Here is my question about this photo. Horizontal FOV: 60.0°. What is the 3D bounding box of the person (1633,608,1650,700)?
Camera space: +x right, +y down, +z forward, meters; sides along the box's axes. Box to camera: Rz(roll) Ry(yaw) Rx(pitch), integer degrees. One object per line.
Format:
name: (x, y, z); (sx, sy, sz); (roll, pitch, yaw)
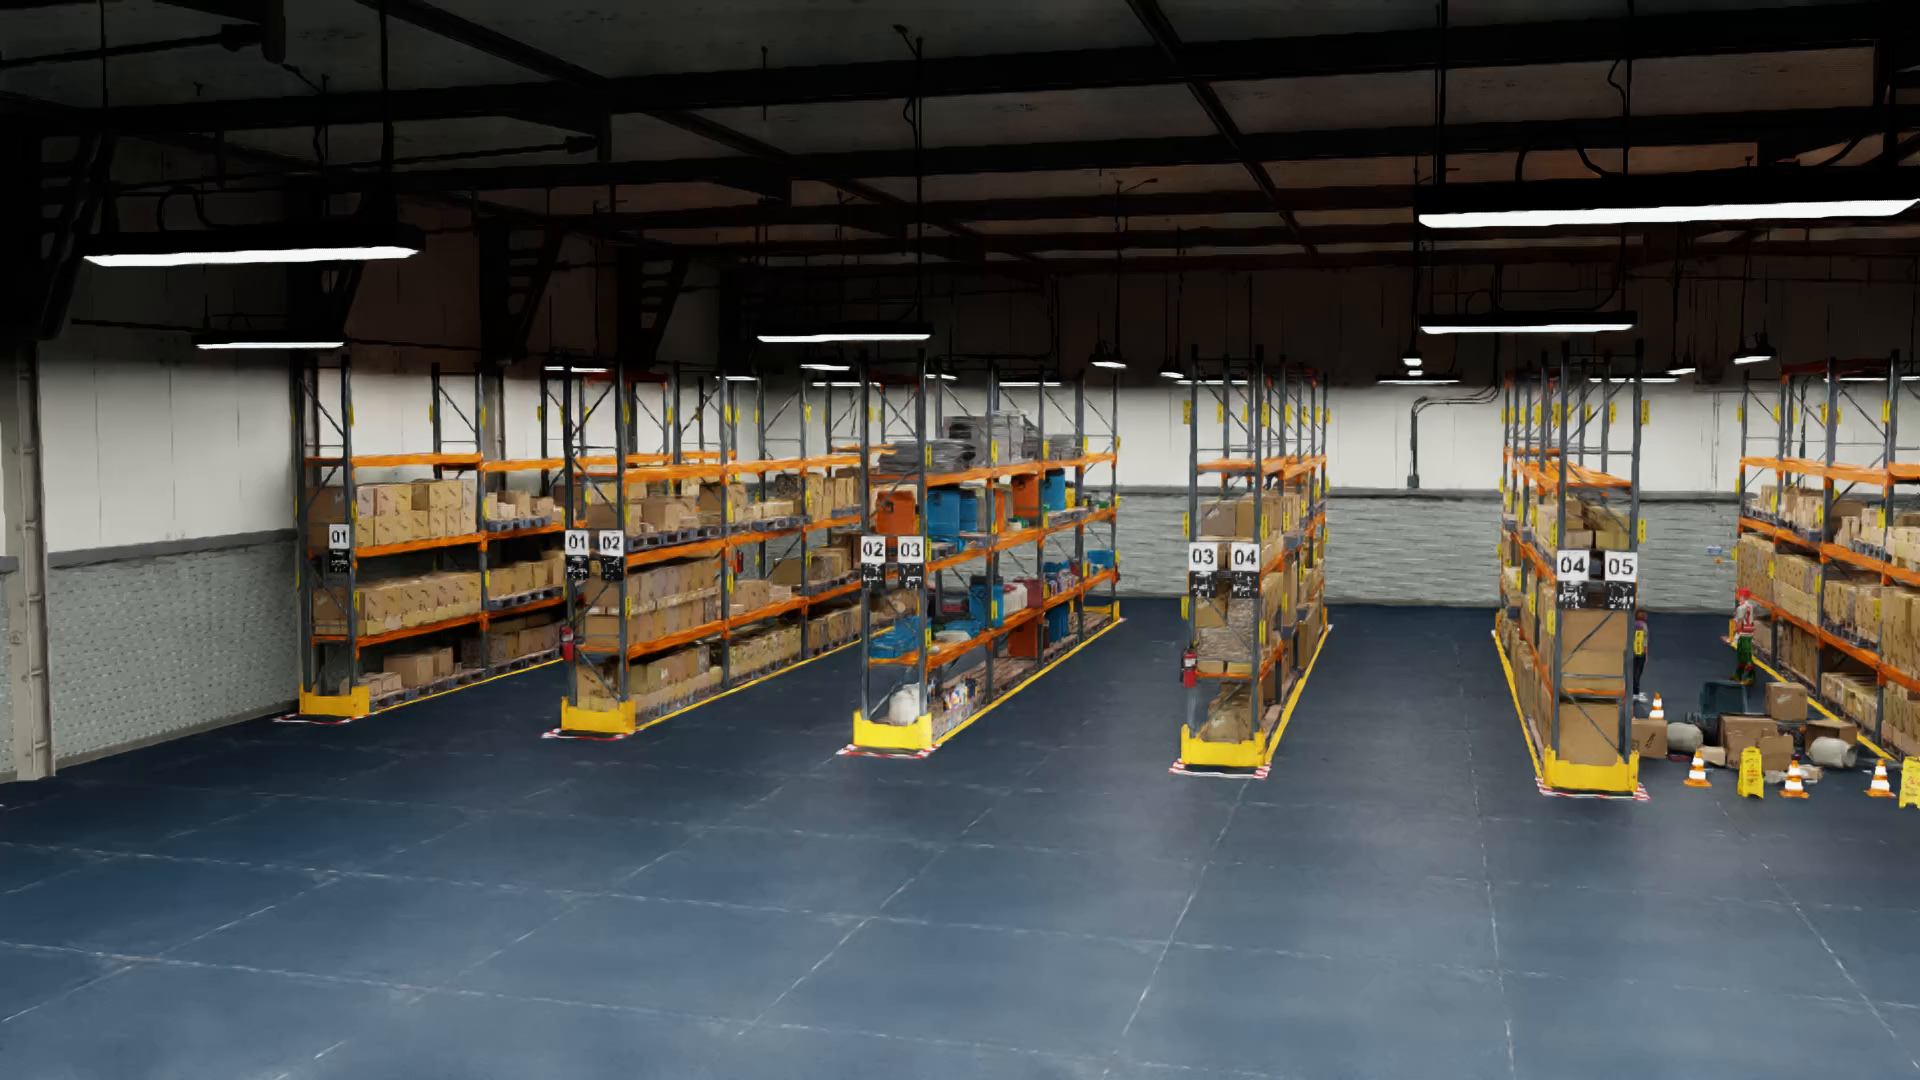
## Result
person: (11.972, 1.993, 29.278); (0.423, 1.599, 0.499); (-1, 4, -10)

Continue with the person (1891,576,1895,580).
person: (18.874, 1.585, 33.829); (0.404, 1.736, 0.685); (0, 4, 5)

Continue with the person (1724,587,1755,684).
person: (14.589, 1.767, 31.062); (0.588, 1.784, 0.666); (3, 5, 35)

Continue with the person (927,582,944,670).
person: (-0.546, 1.676, 32.701); (0.626, 1.718, 0.576); (-4, 6, -42)
